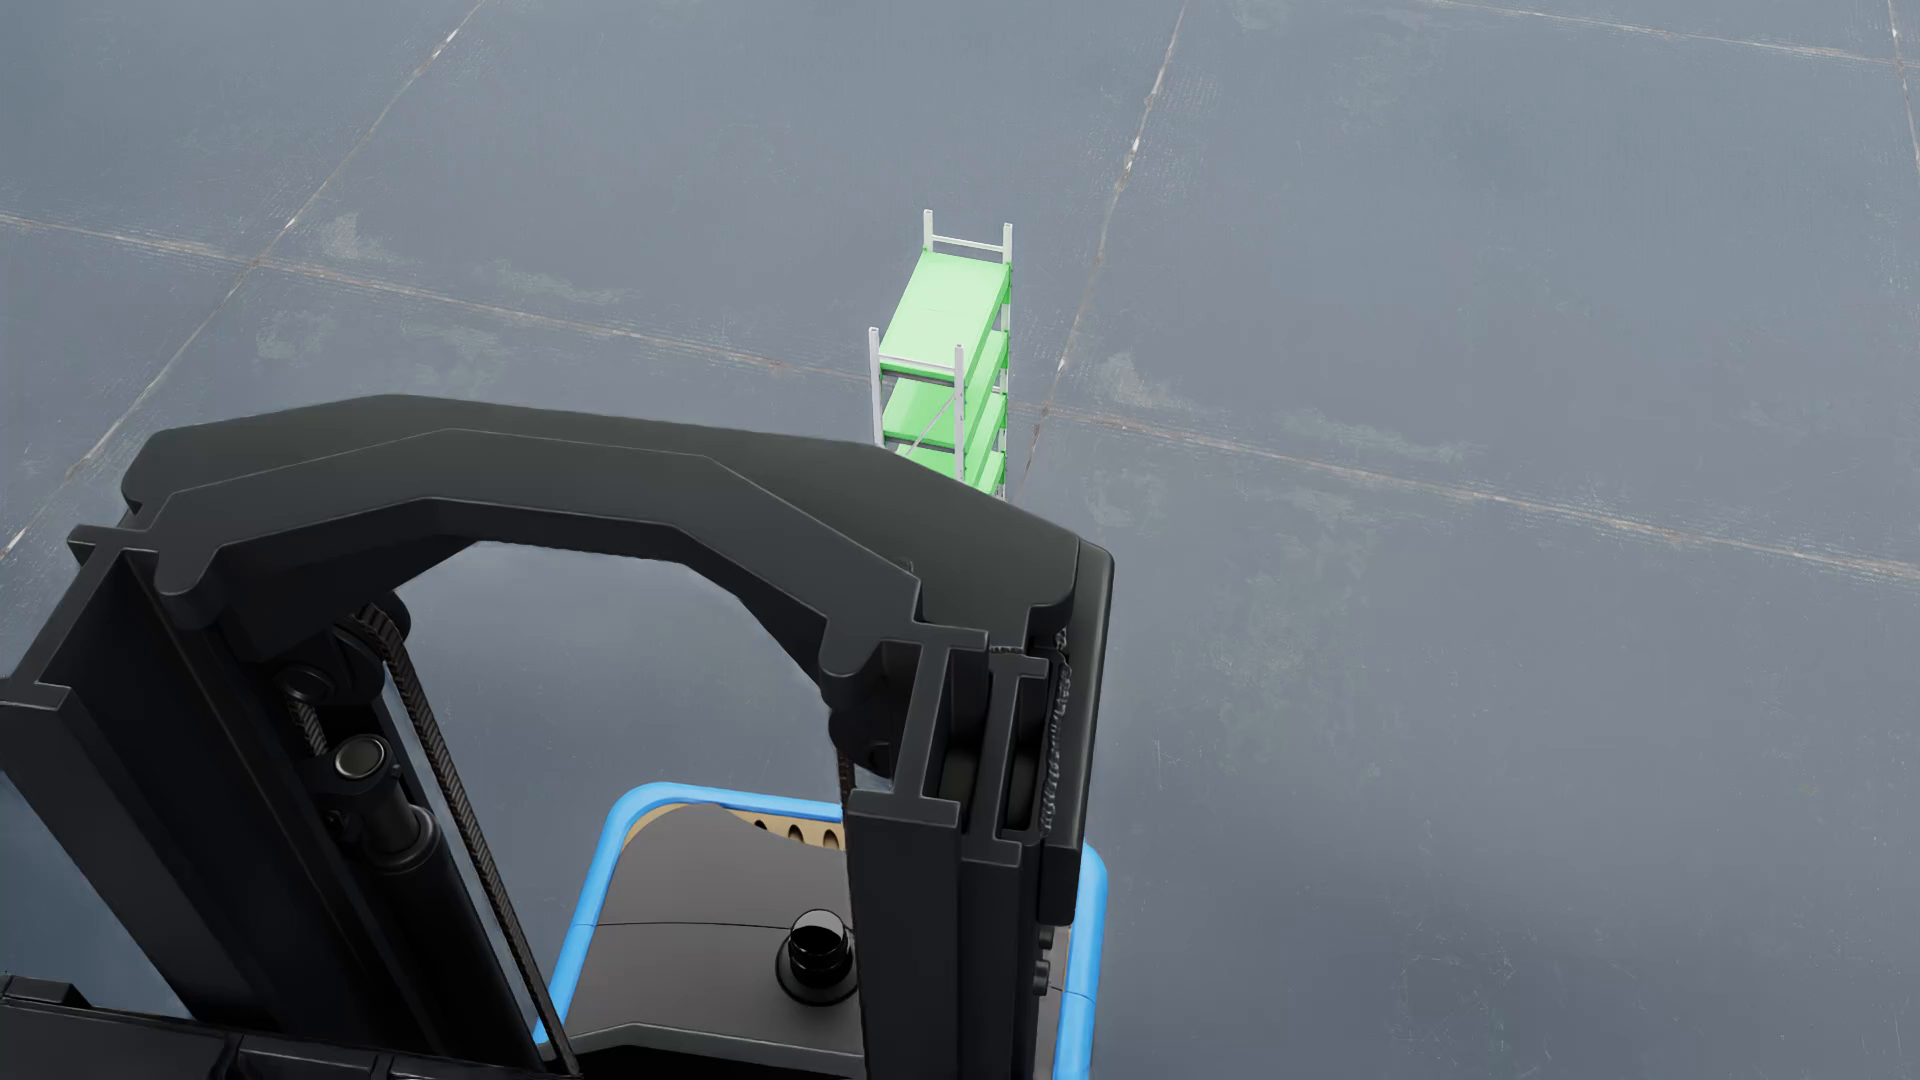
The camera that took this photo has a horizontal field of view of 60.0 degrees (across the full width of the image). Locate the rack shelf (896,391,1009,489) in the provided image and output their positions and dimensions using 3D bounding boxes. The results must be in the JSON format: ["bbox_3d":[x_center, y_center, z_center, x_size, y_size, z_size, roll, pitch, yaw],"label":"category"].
[{"bbox_3d":[-0.044,-0.235,4.742,0.258,0.148,0.480,12,50,10],"label":"rack shelf"}]

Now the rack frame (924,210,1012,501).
[{"bbox_3d":[0.021,-0.454,4.850,0.240,1.200,0.015,12,50,10],"label":"rack frame"}]

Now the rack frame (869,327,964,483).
[{"bbox_3d":[-0.108,-0.101,4.539,0.240,1.200,0.015,12,50,10],"label":"rack frame"}]

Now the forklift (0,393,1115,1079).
[{"bbox_3d":[-0.423,1.375,2.082,1.130,2.935,3.031,6,49,6],"label":"forklift"}]

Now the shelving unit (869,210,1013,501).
[{"bbox_3d":[-0.044,-0.277,4.694,0.258,1.200,0.503,12,50,10],"label":"shelving unit"}]

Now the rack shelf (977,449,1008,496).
[{"bbox_3d":[-0.044,-0.076,4.922,0.258,0.148,0.480,12,50,10],"label":"rack shelf"}]

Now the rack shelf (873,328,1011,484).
[{"bbox_3d":[-0.044,-0.394,4.562,0.258,0.148,0.480,12,50,10],"label":"rack shelf"}]

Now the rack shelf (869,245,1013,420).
[{"bbox_3d":[-0.044,-0.553,4.383,0.258,0.148,0.480,12,50,10],"label":"rack shelf"}]
